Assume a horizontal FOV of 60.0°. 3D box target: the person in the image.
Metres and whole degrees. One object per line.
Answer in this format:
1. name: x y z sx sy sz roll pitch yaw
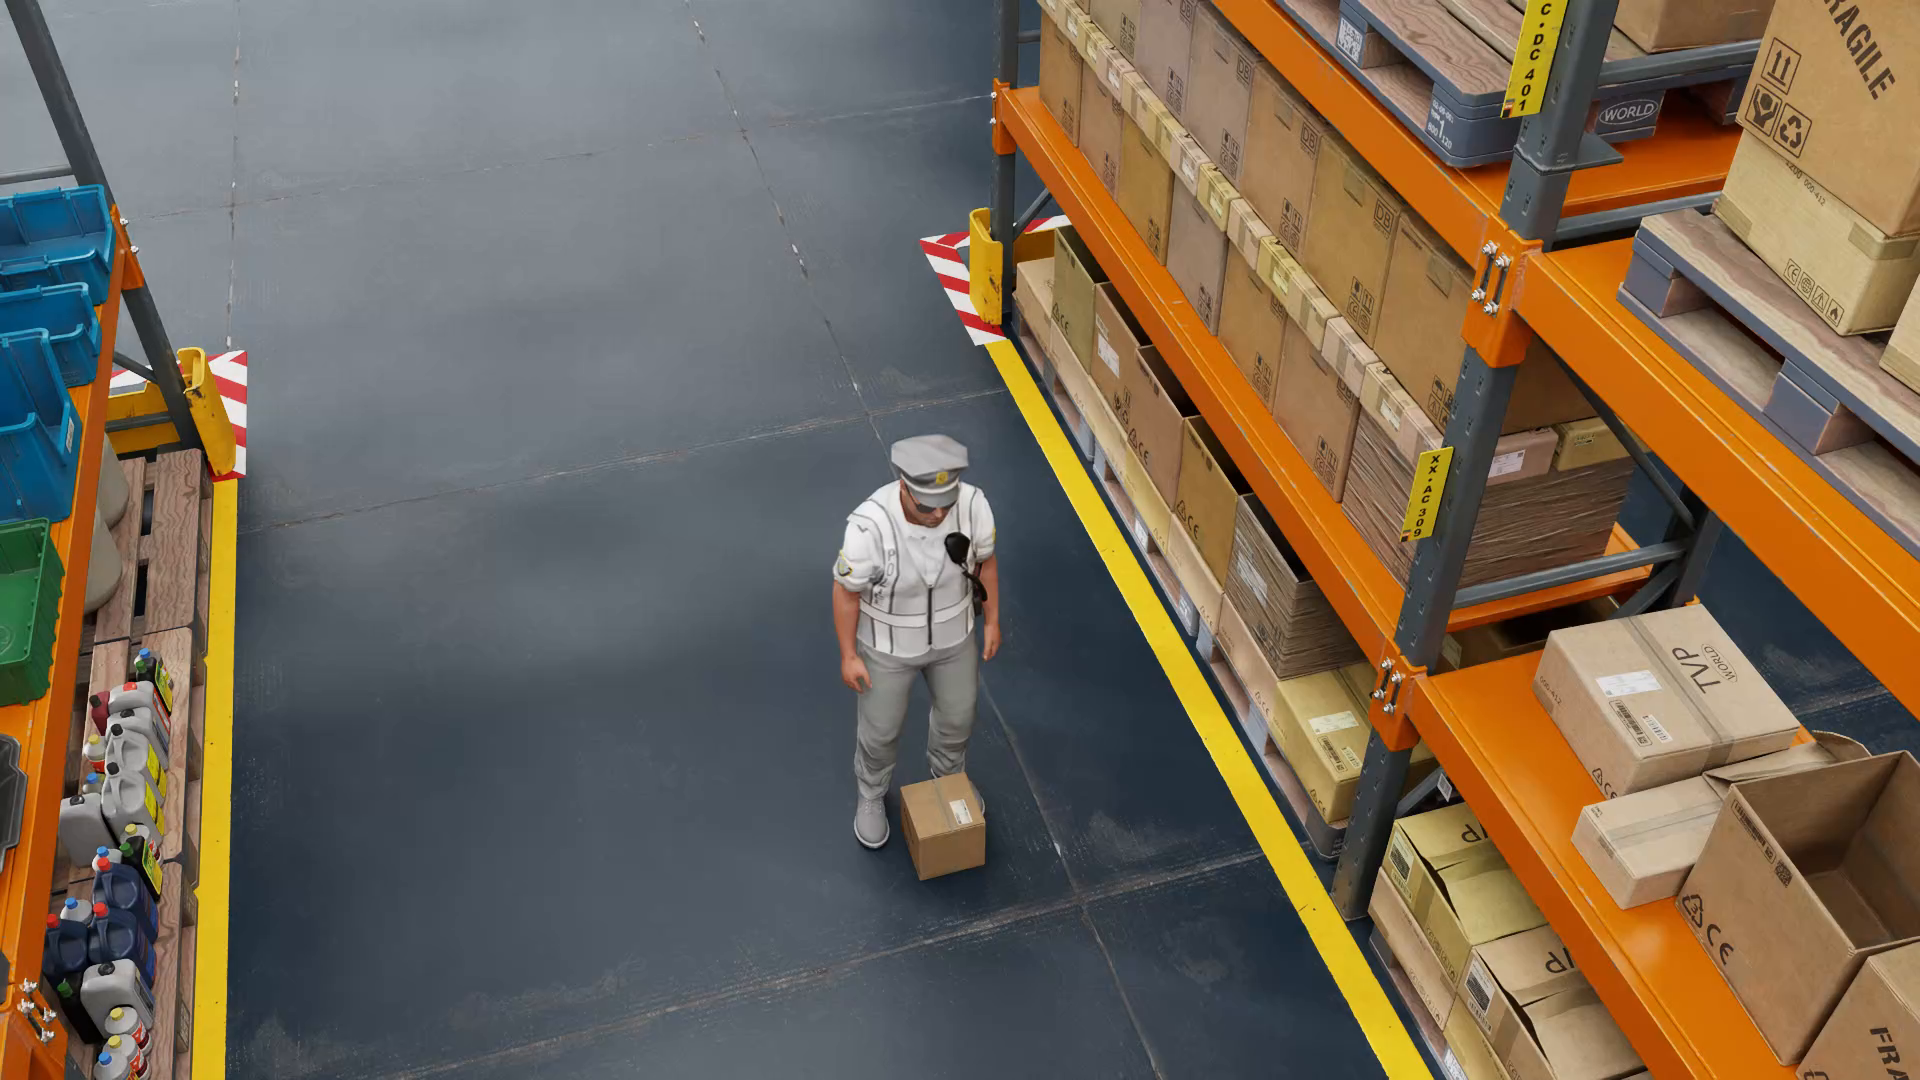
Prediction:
1. person: -0.147 0.320 5.798 0.597 1.748 0.434 -13 44 -14
